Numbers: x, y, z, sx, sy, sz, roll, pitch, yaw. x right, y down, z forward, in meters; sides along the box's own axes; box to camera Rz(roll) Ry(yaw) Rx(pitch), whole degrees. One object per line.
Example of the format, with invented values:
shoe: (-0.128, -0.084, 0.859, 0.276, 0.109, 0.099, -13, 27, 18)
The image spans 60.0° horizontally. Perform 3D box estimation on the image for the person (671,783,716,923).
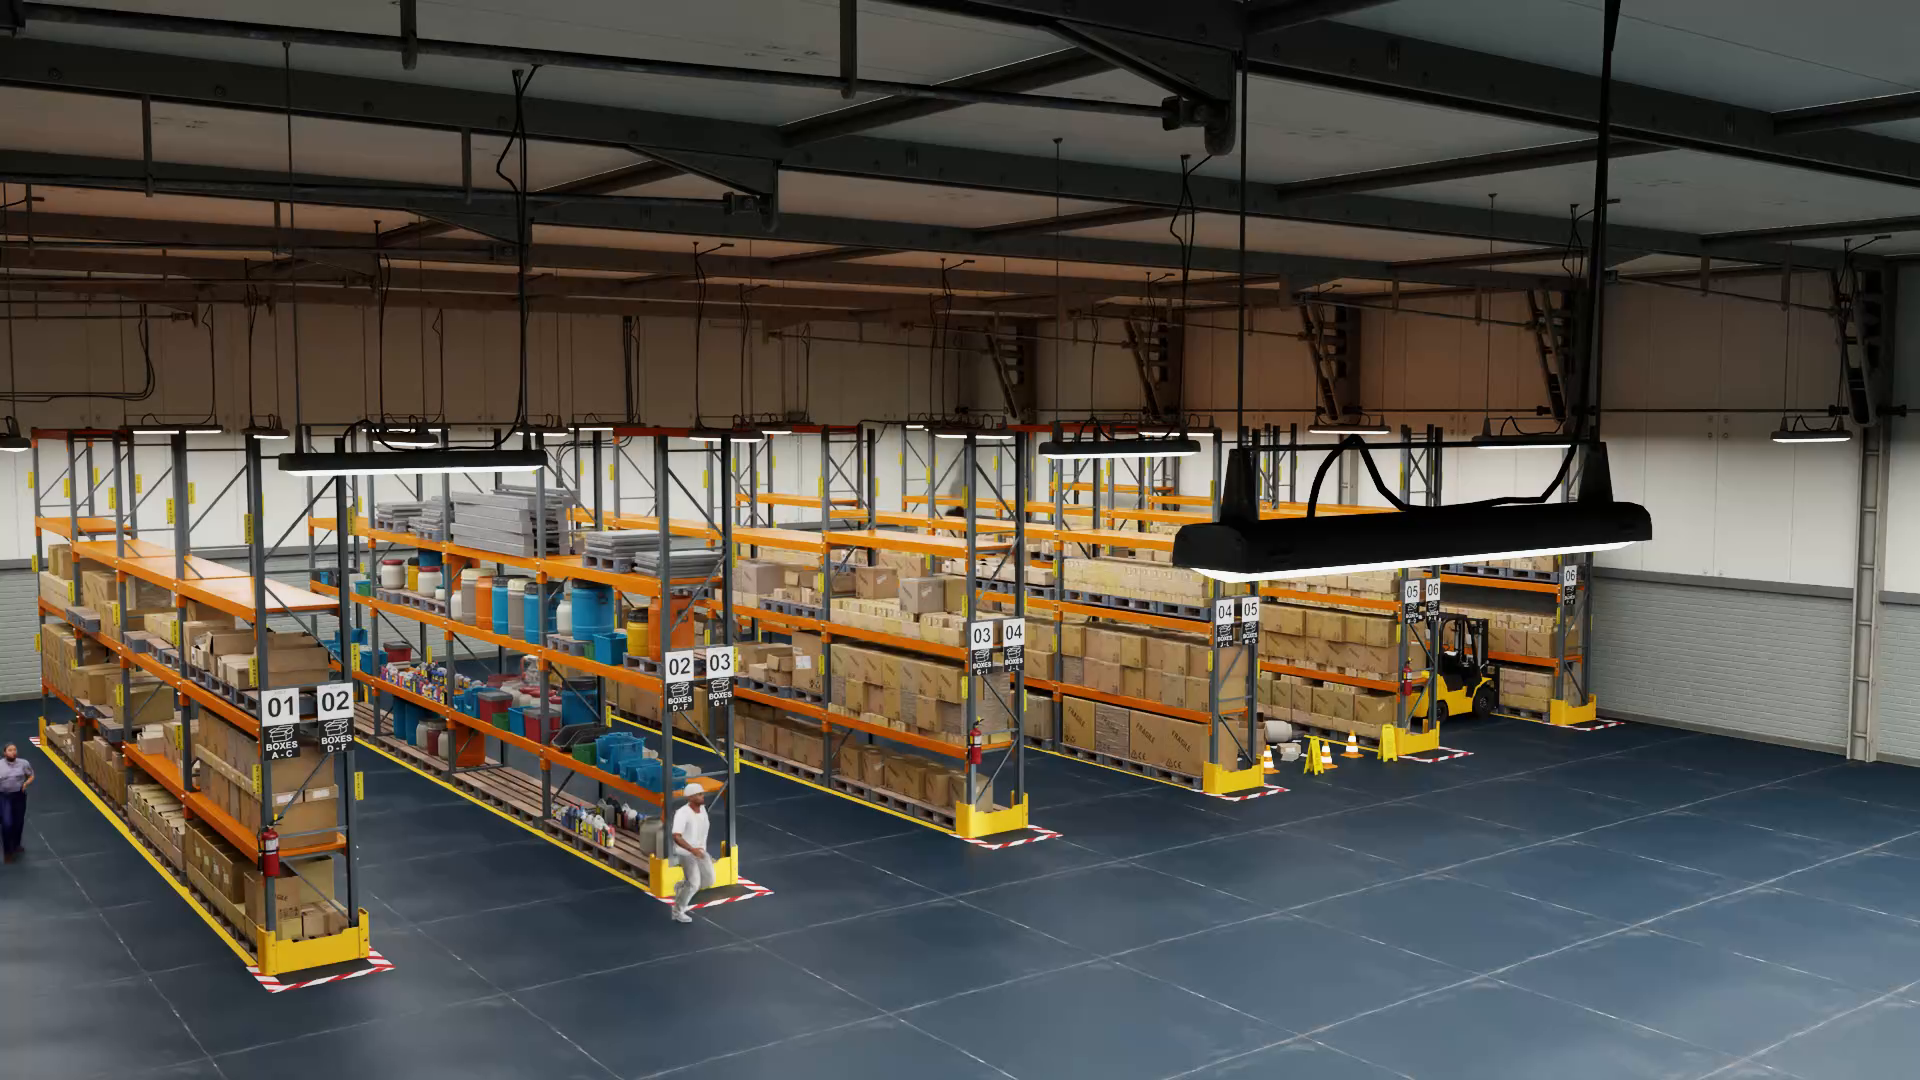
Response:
person: (-3.307, 3.855, 20.637, 0.594, 1.703, 0.729, 2, 5, 24)

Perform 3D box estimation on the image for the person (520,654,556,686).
person: (-8.612, 2.886, 33.940, 0.891, 1.571, 0.694, 3, 6, 38)

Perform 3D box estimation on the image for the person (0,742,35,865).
person: (-13.345, 3.699, 23.394, 0.614, 1.703, 0.705, -4, 6, -44)
